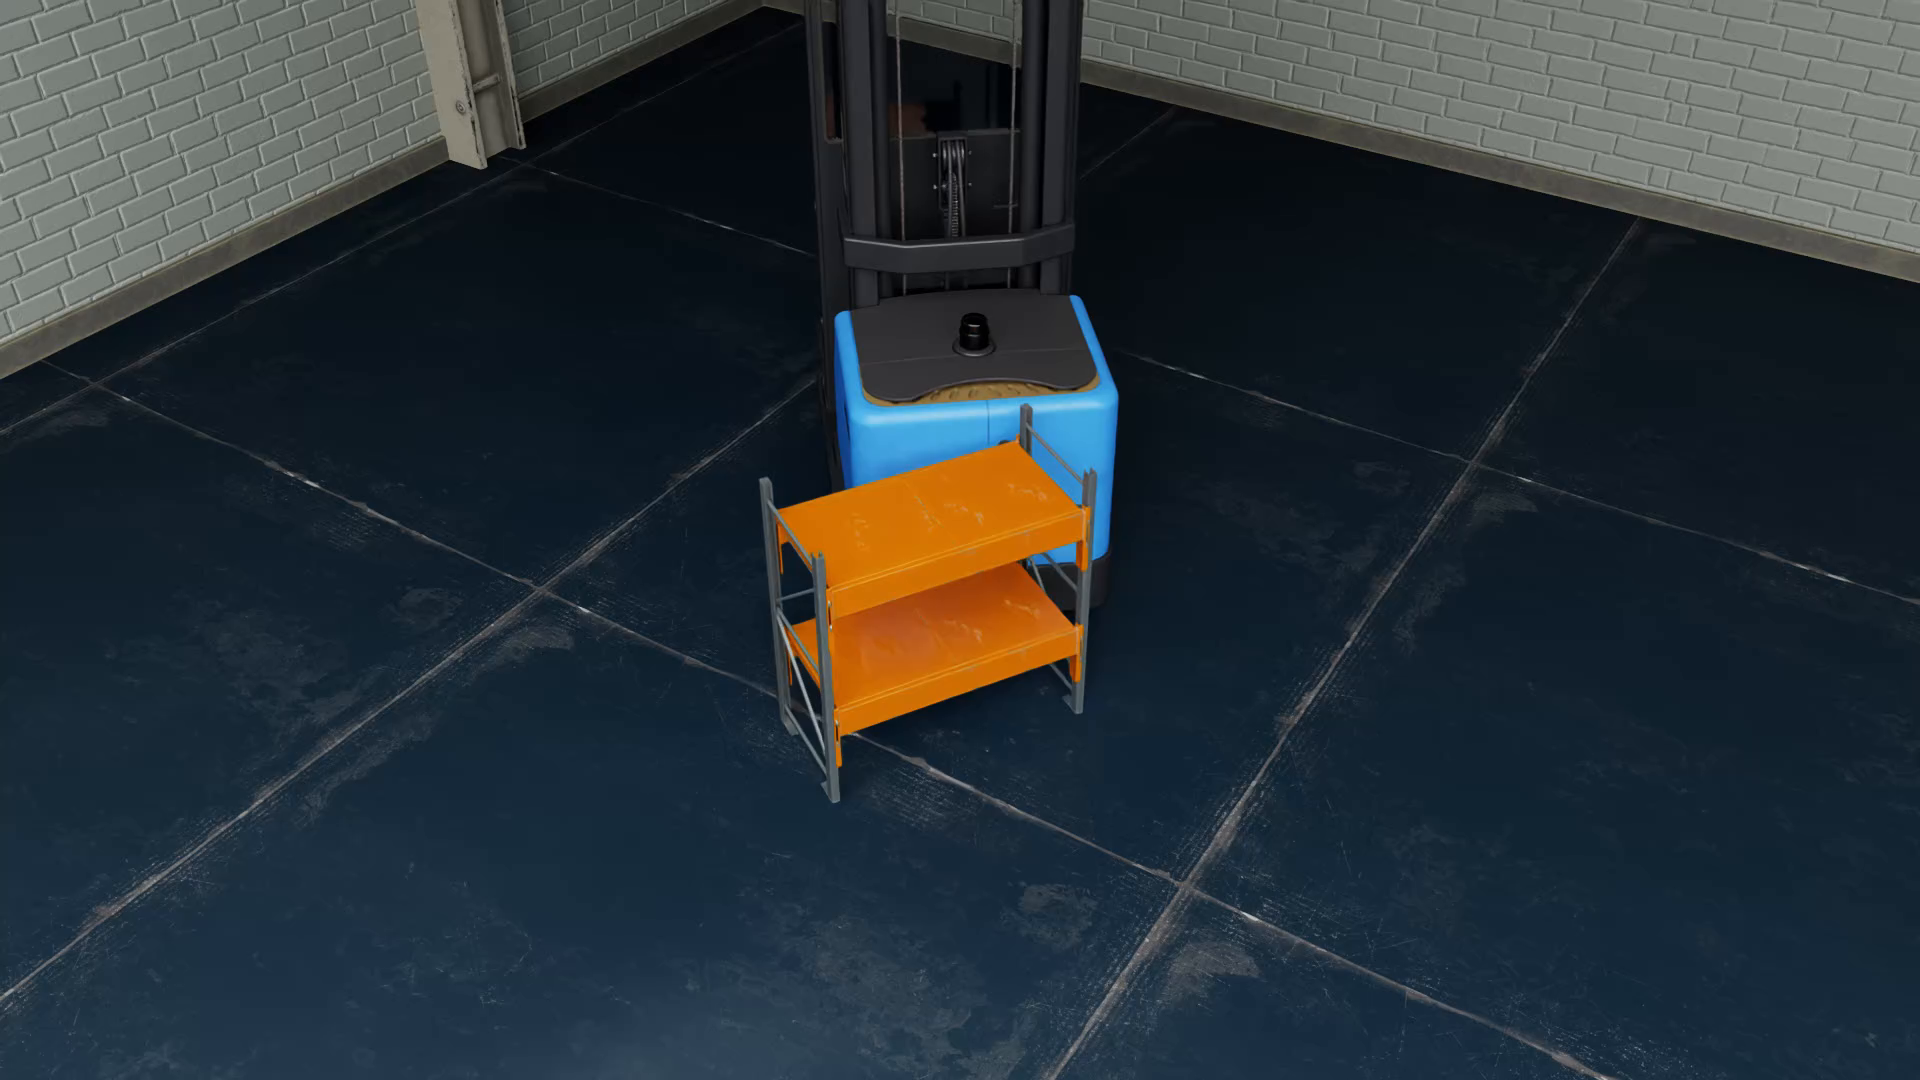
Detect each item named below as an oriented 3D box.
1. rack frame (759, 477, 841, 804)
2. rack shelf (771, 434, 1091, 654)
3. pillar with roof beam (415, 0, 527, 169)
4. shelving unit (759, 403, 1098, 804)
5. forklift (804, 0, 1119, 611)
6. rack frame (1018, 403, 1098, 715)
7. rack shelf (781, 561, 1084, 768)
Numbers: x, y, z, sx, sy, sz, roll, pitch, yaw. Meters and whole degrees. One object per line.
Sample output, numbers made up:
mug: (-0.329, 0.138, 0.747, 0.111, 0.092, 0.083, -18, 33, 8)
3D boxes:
rack frame: (-0.560, 0.369, 5.850, 0.032, 1.125, 0.500, -17, 41, -21)
rack shelf: (-0.107, -0.004, 5.855, 1.000, 0.278, 0.538, -17, 41, -21)
pillar with roof beam: (0.677, -4.579, 5.820, 9.100, 9.000, 0.400, 21, 42, 25)
shelving unit: (-0.107, 0.228, 6.033, 1.048, 1.125, 0.538, -17, 41, -21)
forklift: (-0.097, -1.706, 7.062, 1.130, 2.935, 3.031, -5, 38, -6)
rack frame: (0.345, 0.087, 6.216, 0.032, 1.125, 0.500, -17, 41, -21)
rack shelf: (-0.107, 0.421, 6.183, 1.000, 0.278, 0.538, -17, 41, -21)
